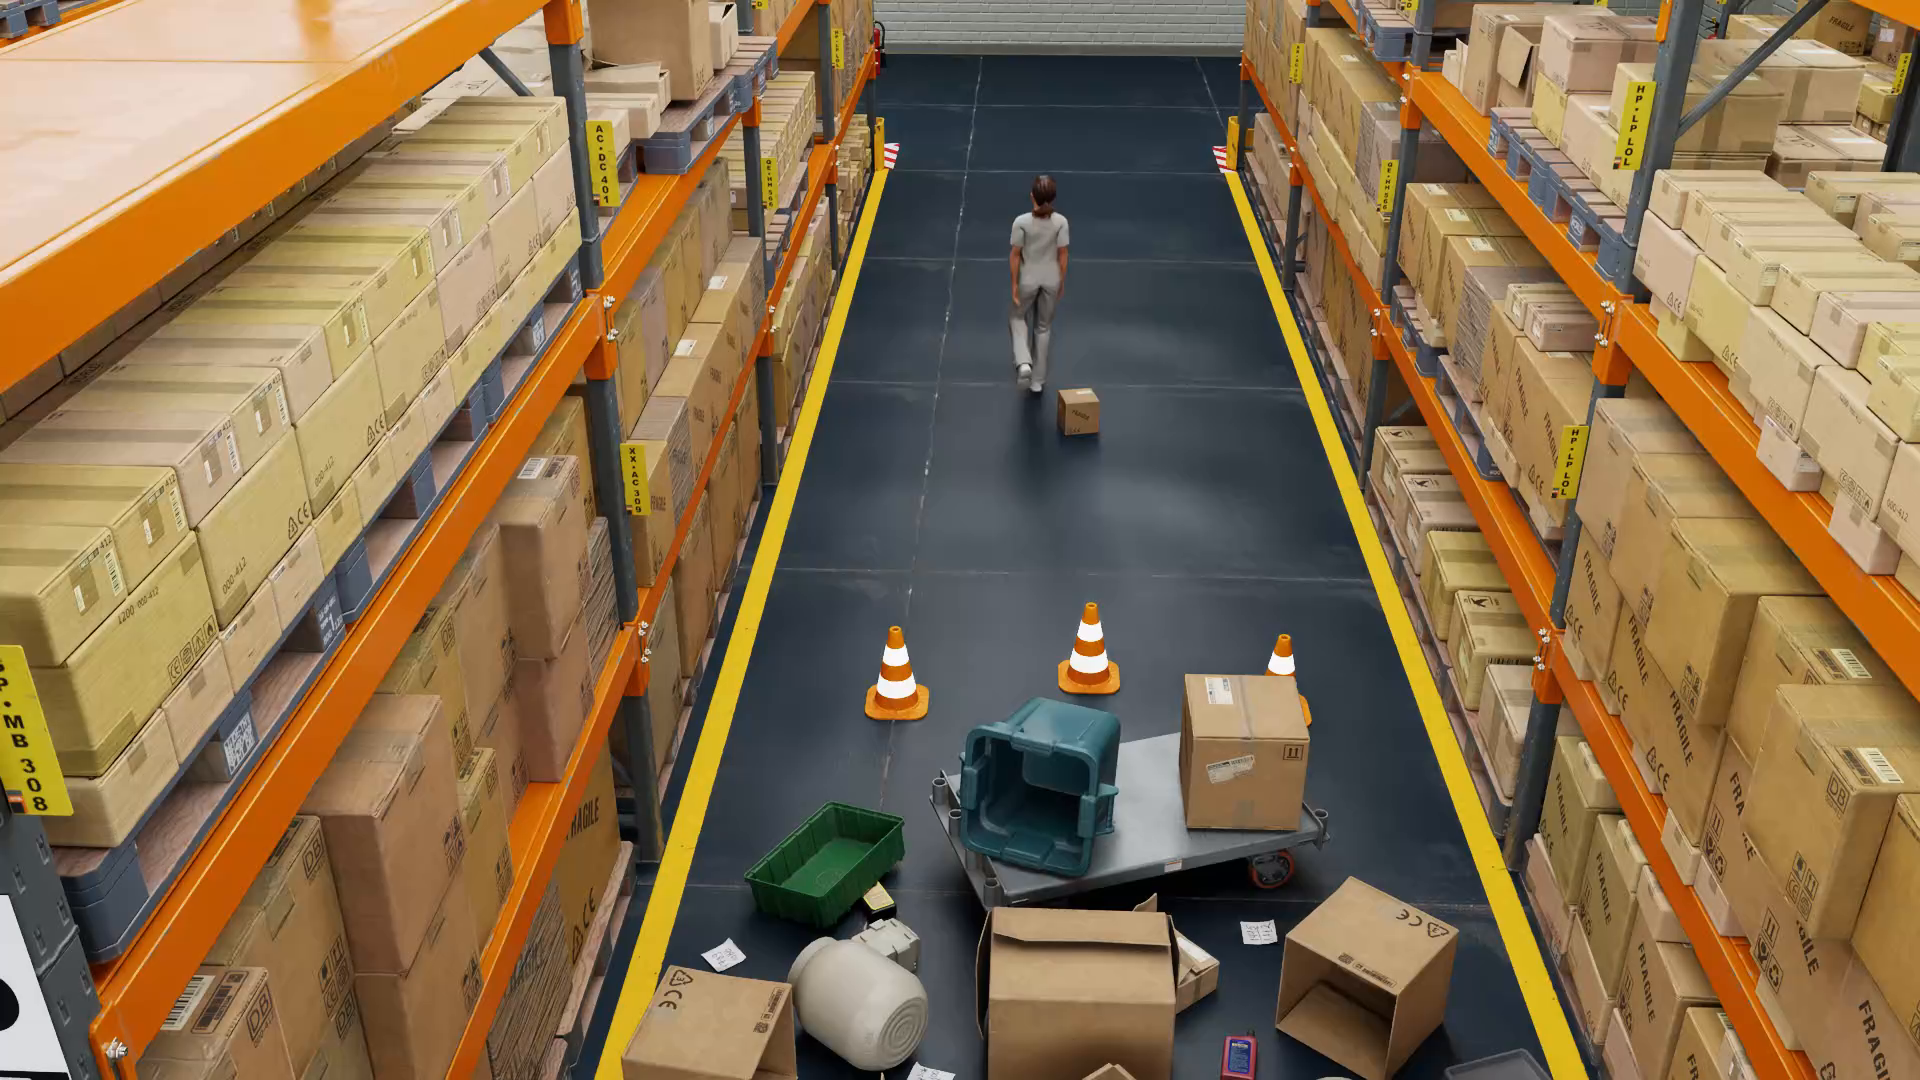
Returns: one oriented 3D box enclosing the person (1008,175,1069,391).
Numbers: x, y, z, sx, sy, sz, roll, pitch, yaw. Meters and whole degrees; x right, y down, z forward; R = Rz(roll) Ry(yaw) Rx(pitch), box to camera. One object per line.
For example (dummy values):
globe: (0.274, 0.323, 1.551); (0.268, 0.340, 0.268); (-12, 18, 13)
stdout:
person: (0.581, -1.907, 12.378); (0.442, 1.657, 0.473); (-2, 28, -3)
